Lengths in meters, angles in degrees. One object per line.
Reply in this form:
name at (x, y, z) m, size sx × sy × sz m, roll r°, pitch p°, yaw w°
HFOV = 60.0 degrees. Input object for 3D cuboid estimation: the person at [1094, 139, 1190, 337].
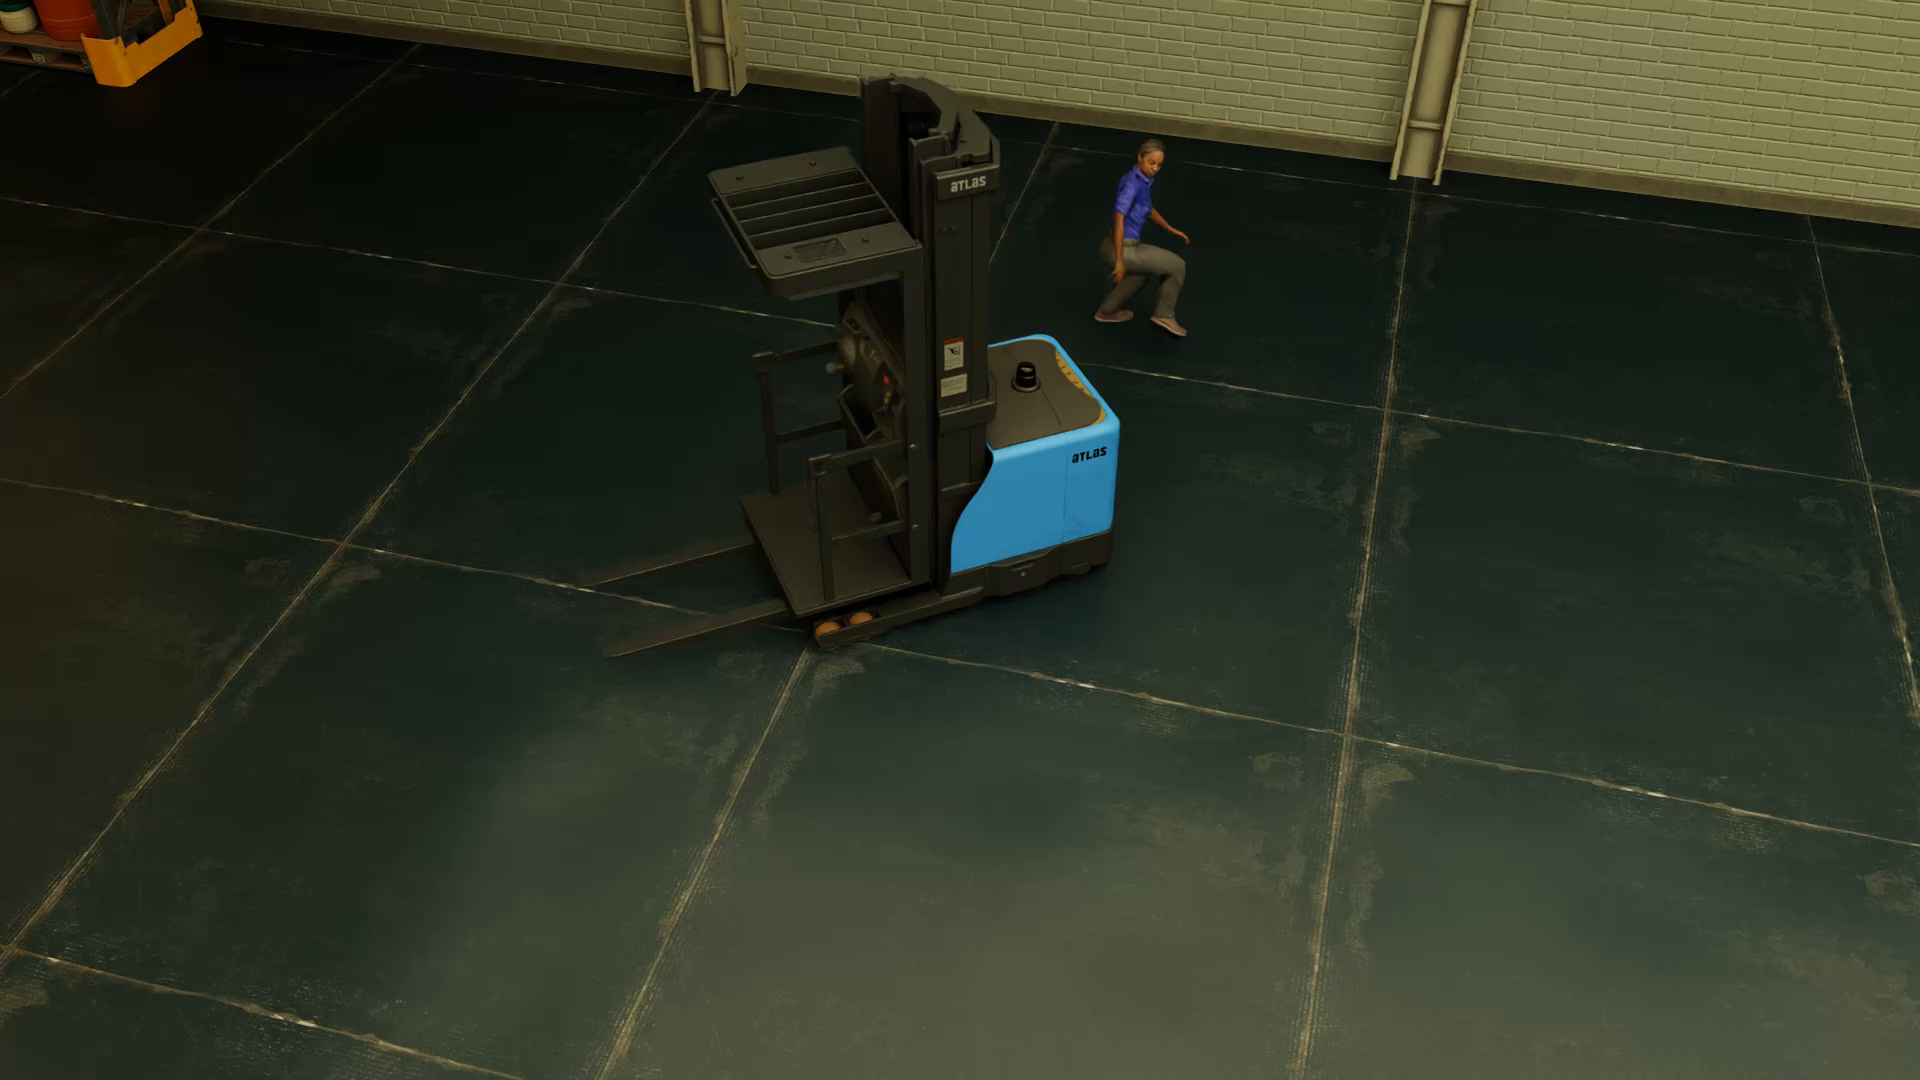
person at (1.276, -1.998, 11.293) m, size 0.690 × 1.453 × 0.687 m, roll -7°, pitch 42°, yaw -8°

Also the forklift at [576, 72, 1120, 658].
forklift at (-0.662, -0.877, 8.862) m, size 3.031 × 2.935 × 1.130 m, roll -15°, pitch 43°, yaw -17°
